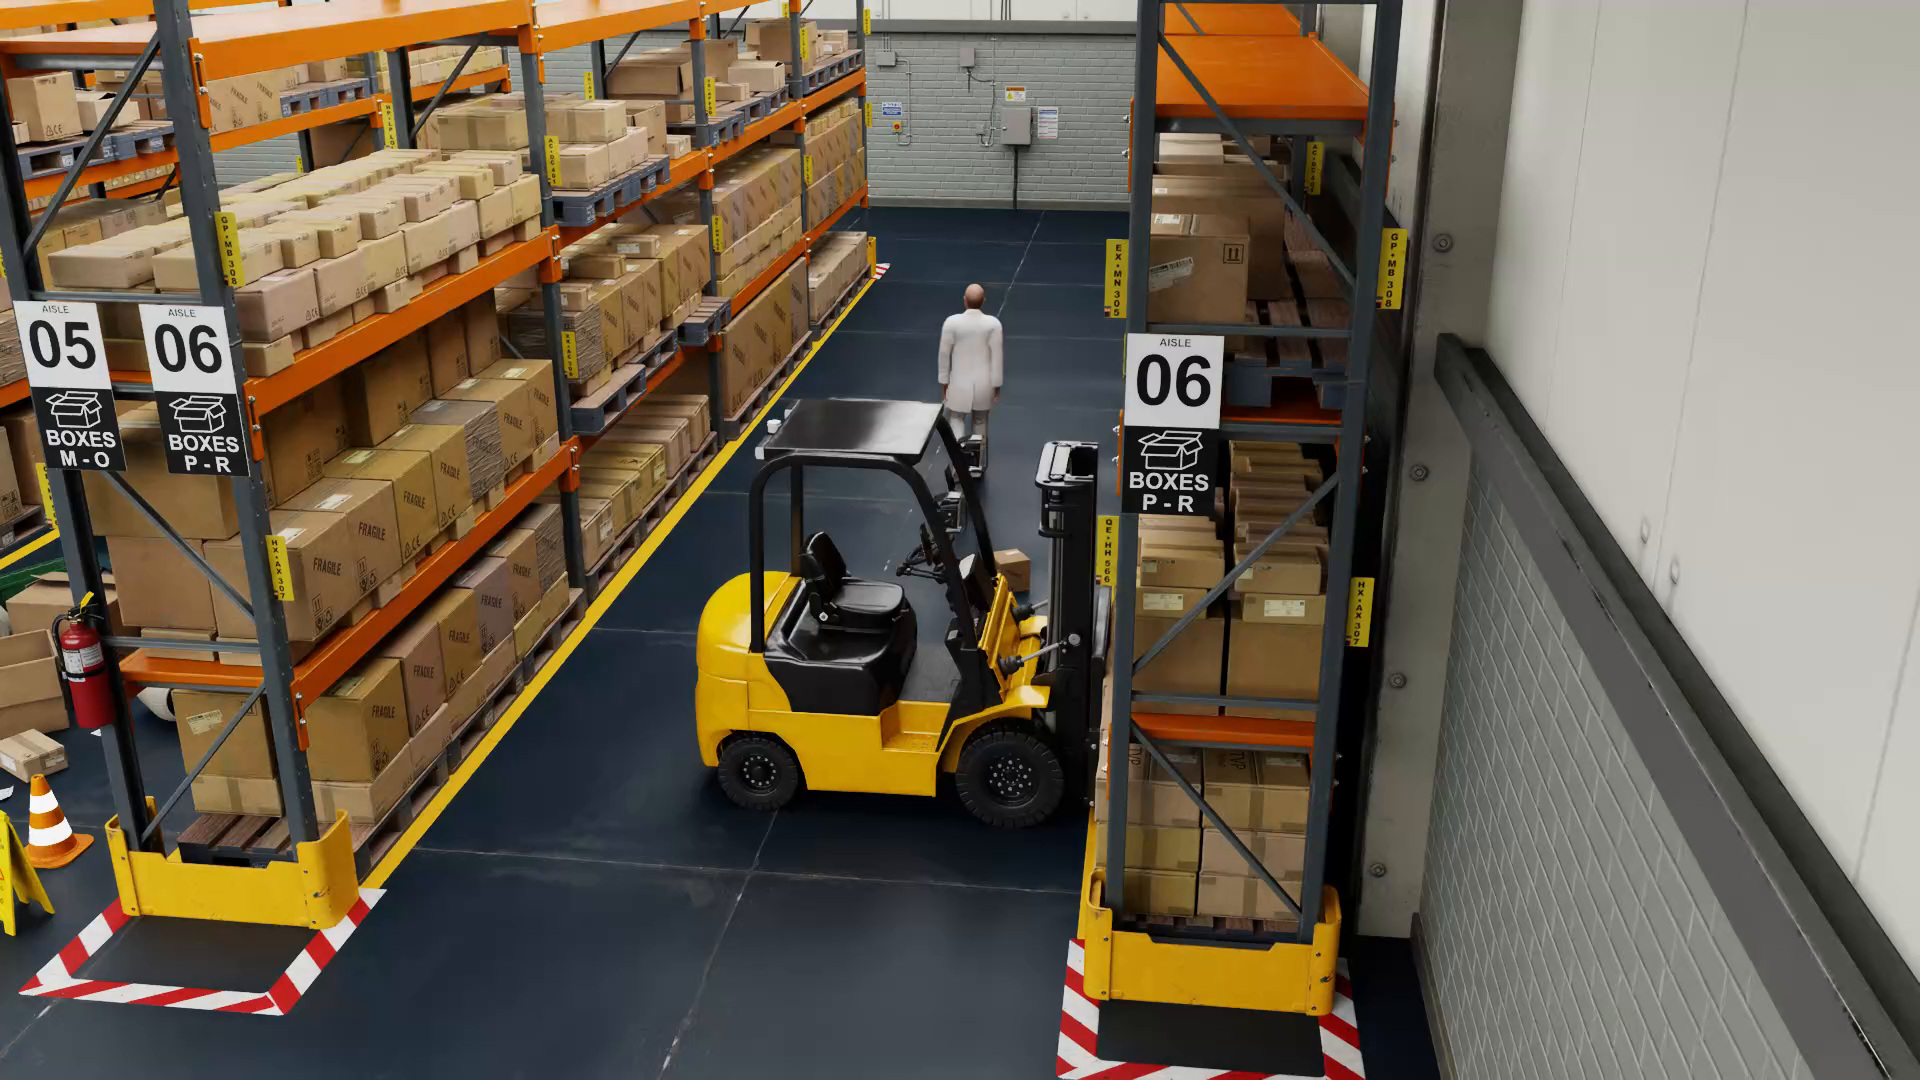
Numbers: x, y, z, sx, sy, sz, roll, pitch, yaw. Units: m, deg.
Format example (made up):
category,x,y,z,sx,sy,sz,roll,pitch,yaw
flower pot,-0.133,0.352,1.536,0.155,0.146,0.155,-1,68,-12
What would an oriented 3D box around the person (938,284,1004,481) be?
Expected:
category,x,y,z,sx,sy,sz,roll,pitch,yaw
person,0.093,-1.382,14.677,0.579,1.762,0.735,0,21,-1
